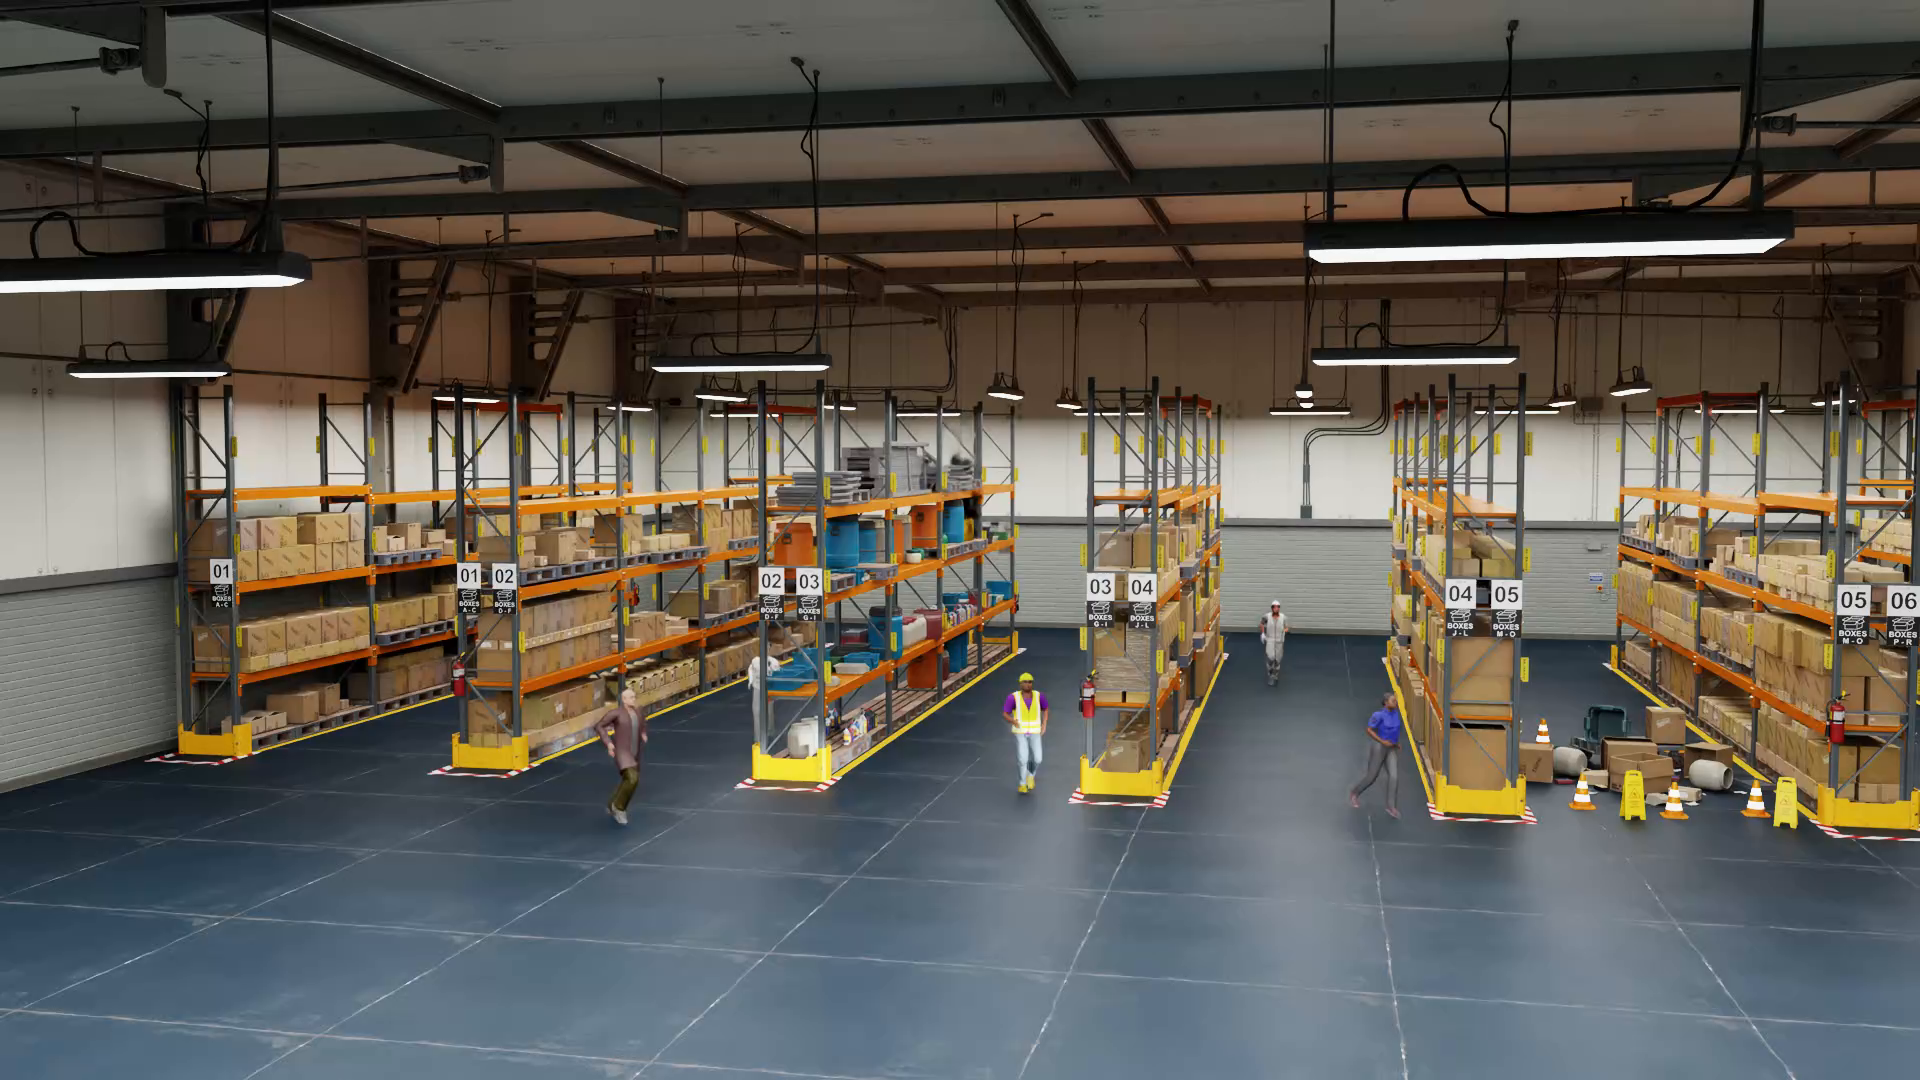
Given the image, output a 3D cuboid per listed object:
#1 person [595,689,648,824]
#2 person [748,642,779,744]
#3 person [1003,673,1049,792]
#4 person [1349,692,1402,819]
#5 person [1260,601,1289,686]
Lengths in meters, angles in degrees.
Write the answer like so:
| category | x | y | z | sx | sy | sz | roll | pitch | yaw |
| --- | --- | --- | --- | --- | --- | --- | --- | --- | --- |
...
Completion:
| category | x | y | z | sx | sy | sz | roll | pitch | yaw |
| --- | --- | --- | --- | --- | --- | --- | --- | --- | --- |
| person | -4.453 | 2.898 | 22.258 | 0.707 | 1.798 | 0.697 | 2 | 4 | 36 |
| person | -3.335 | 2.577 | 28.277 | 0.577 | 1.755 | 0.737 | 0 | 3 | 2 |
| person | 0.978 | 2.783 | 24.009 | 0.703 | 1.730 | 0.568 | -1 | 3 | -9 |
| person | 5.820 | 2.904 | 22.729 | 0.660 | 1.637 | 0.921 | -1 | 4 | -25 |
| person | 6.633 | 2.169 | 34.994 | 0.570 | 1.807 | 0.862 | 0 | 3 | 1 |
